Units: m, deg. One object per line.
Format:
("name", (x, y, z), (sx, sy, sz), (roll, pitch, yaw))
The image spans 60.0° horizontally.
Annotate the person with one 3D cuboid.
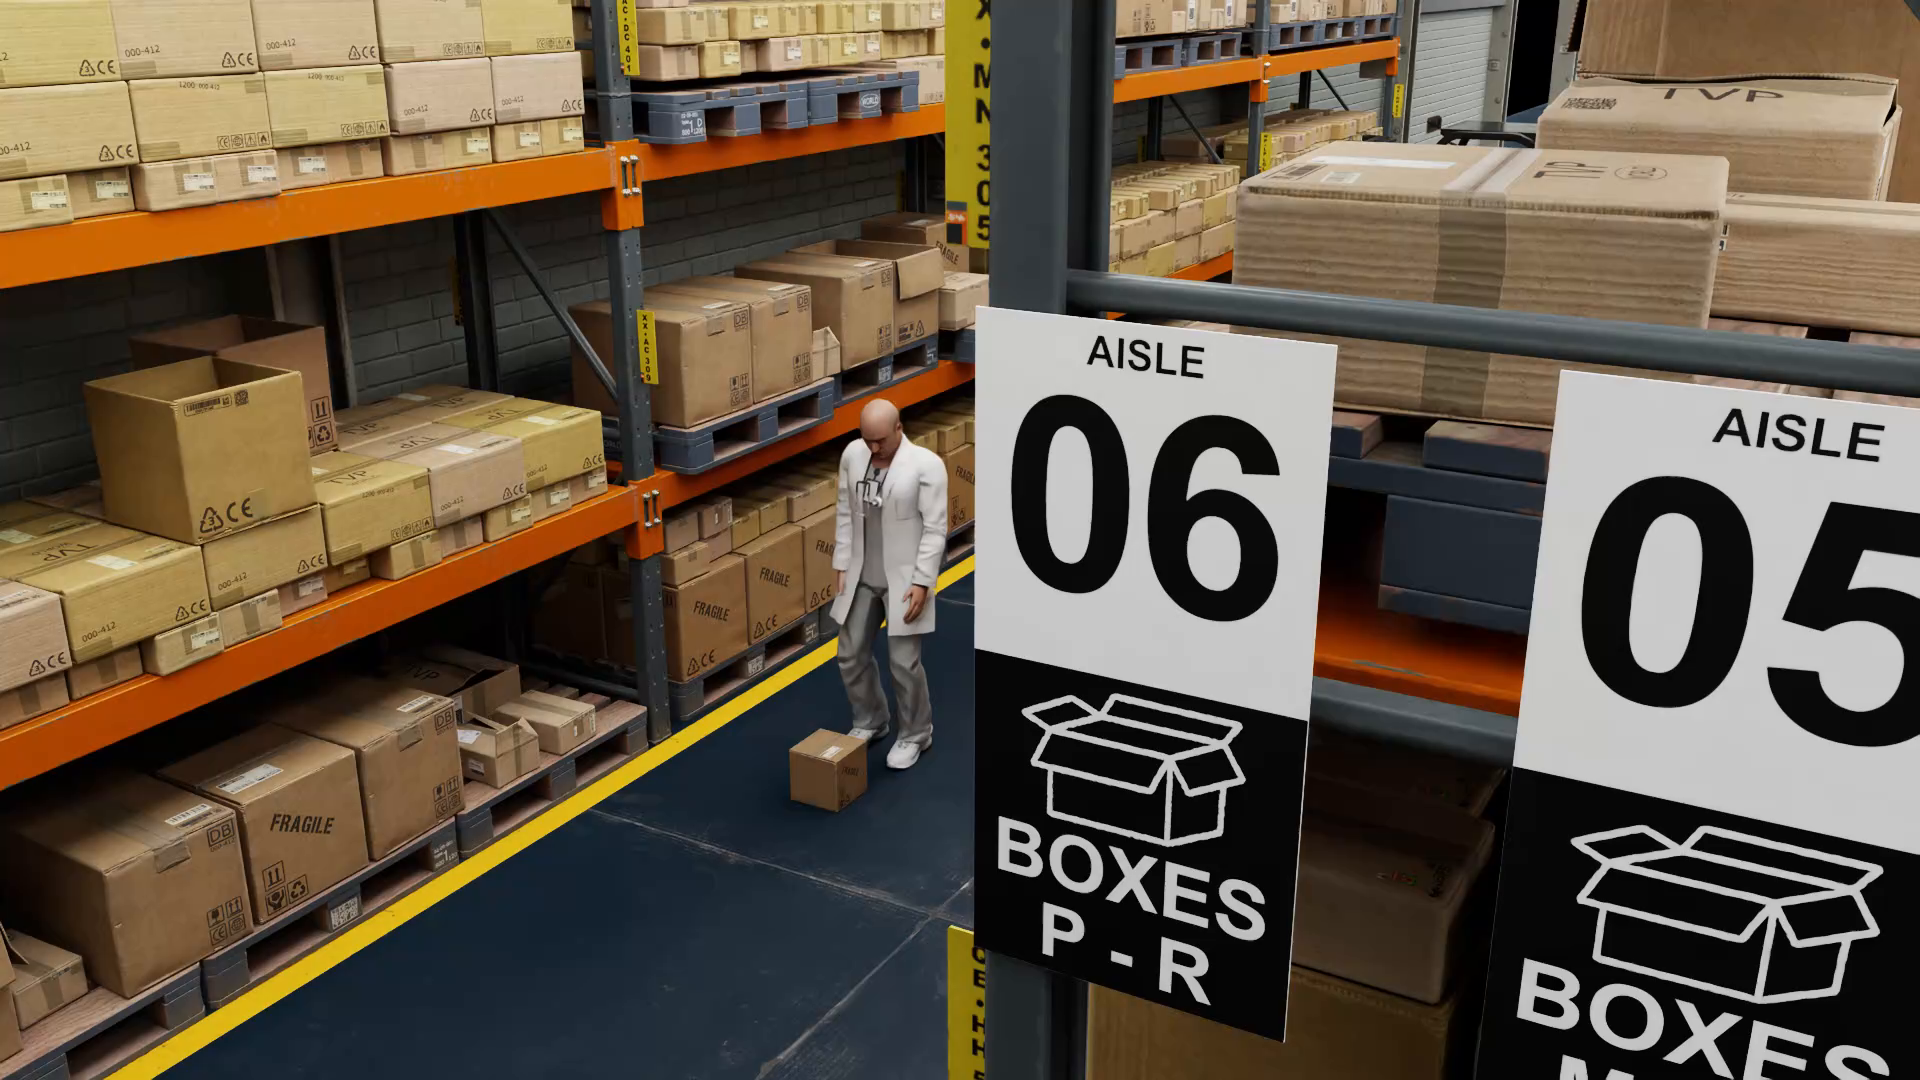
("person", (-0.326, 0.192, 7.615), (0.583, 1.738, 0.403), (11, 22, 29))
